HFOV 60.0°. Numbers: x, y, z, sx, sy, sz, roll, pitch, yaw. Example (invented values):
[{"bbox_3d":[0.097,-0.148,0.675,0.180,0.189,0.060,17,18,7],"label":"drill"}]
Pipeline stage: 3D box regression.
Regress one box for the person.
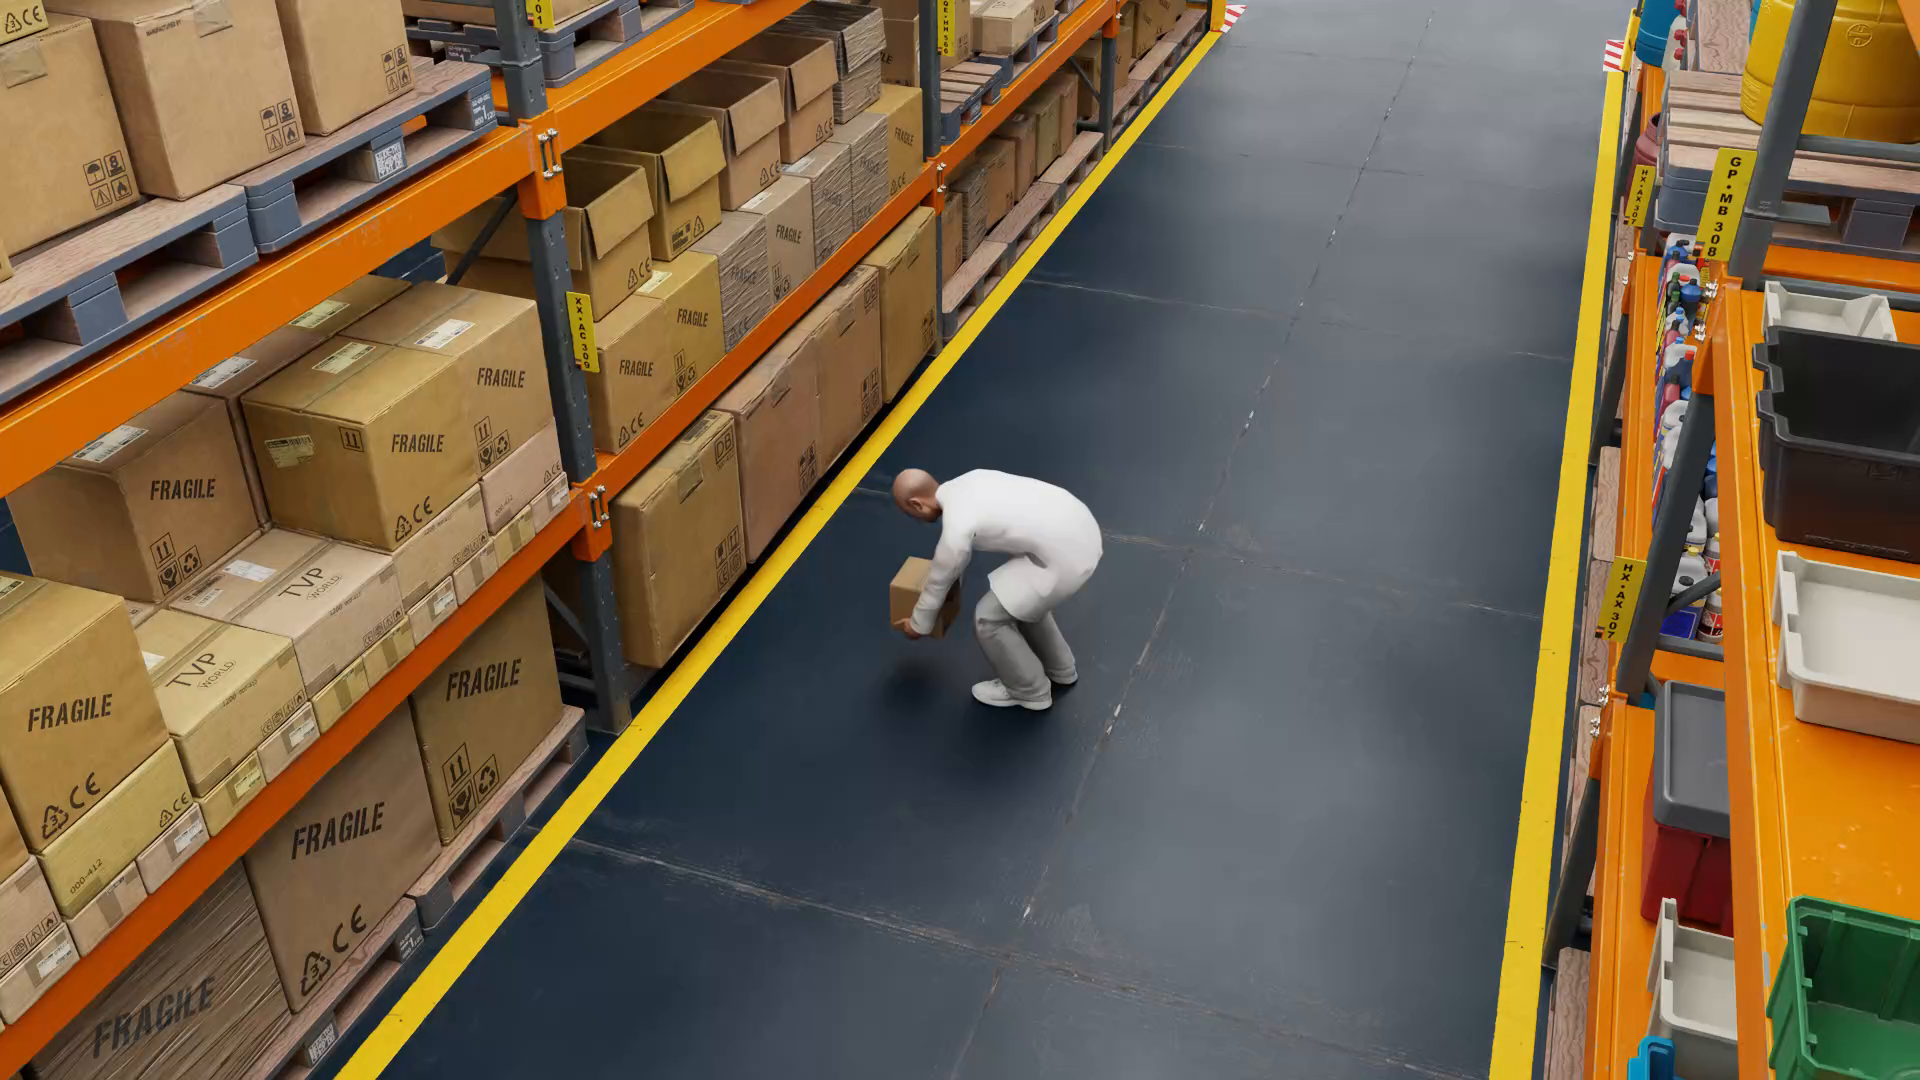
[{"bbox_3d":[0.161,0.211,7.472,0.941,1.073,0.581,9,34,14],"label":"person"}]
